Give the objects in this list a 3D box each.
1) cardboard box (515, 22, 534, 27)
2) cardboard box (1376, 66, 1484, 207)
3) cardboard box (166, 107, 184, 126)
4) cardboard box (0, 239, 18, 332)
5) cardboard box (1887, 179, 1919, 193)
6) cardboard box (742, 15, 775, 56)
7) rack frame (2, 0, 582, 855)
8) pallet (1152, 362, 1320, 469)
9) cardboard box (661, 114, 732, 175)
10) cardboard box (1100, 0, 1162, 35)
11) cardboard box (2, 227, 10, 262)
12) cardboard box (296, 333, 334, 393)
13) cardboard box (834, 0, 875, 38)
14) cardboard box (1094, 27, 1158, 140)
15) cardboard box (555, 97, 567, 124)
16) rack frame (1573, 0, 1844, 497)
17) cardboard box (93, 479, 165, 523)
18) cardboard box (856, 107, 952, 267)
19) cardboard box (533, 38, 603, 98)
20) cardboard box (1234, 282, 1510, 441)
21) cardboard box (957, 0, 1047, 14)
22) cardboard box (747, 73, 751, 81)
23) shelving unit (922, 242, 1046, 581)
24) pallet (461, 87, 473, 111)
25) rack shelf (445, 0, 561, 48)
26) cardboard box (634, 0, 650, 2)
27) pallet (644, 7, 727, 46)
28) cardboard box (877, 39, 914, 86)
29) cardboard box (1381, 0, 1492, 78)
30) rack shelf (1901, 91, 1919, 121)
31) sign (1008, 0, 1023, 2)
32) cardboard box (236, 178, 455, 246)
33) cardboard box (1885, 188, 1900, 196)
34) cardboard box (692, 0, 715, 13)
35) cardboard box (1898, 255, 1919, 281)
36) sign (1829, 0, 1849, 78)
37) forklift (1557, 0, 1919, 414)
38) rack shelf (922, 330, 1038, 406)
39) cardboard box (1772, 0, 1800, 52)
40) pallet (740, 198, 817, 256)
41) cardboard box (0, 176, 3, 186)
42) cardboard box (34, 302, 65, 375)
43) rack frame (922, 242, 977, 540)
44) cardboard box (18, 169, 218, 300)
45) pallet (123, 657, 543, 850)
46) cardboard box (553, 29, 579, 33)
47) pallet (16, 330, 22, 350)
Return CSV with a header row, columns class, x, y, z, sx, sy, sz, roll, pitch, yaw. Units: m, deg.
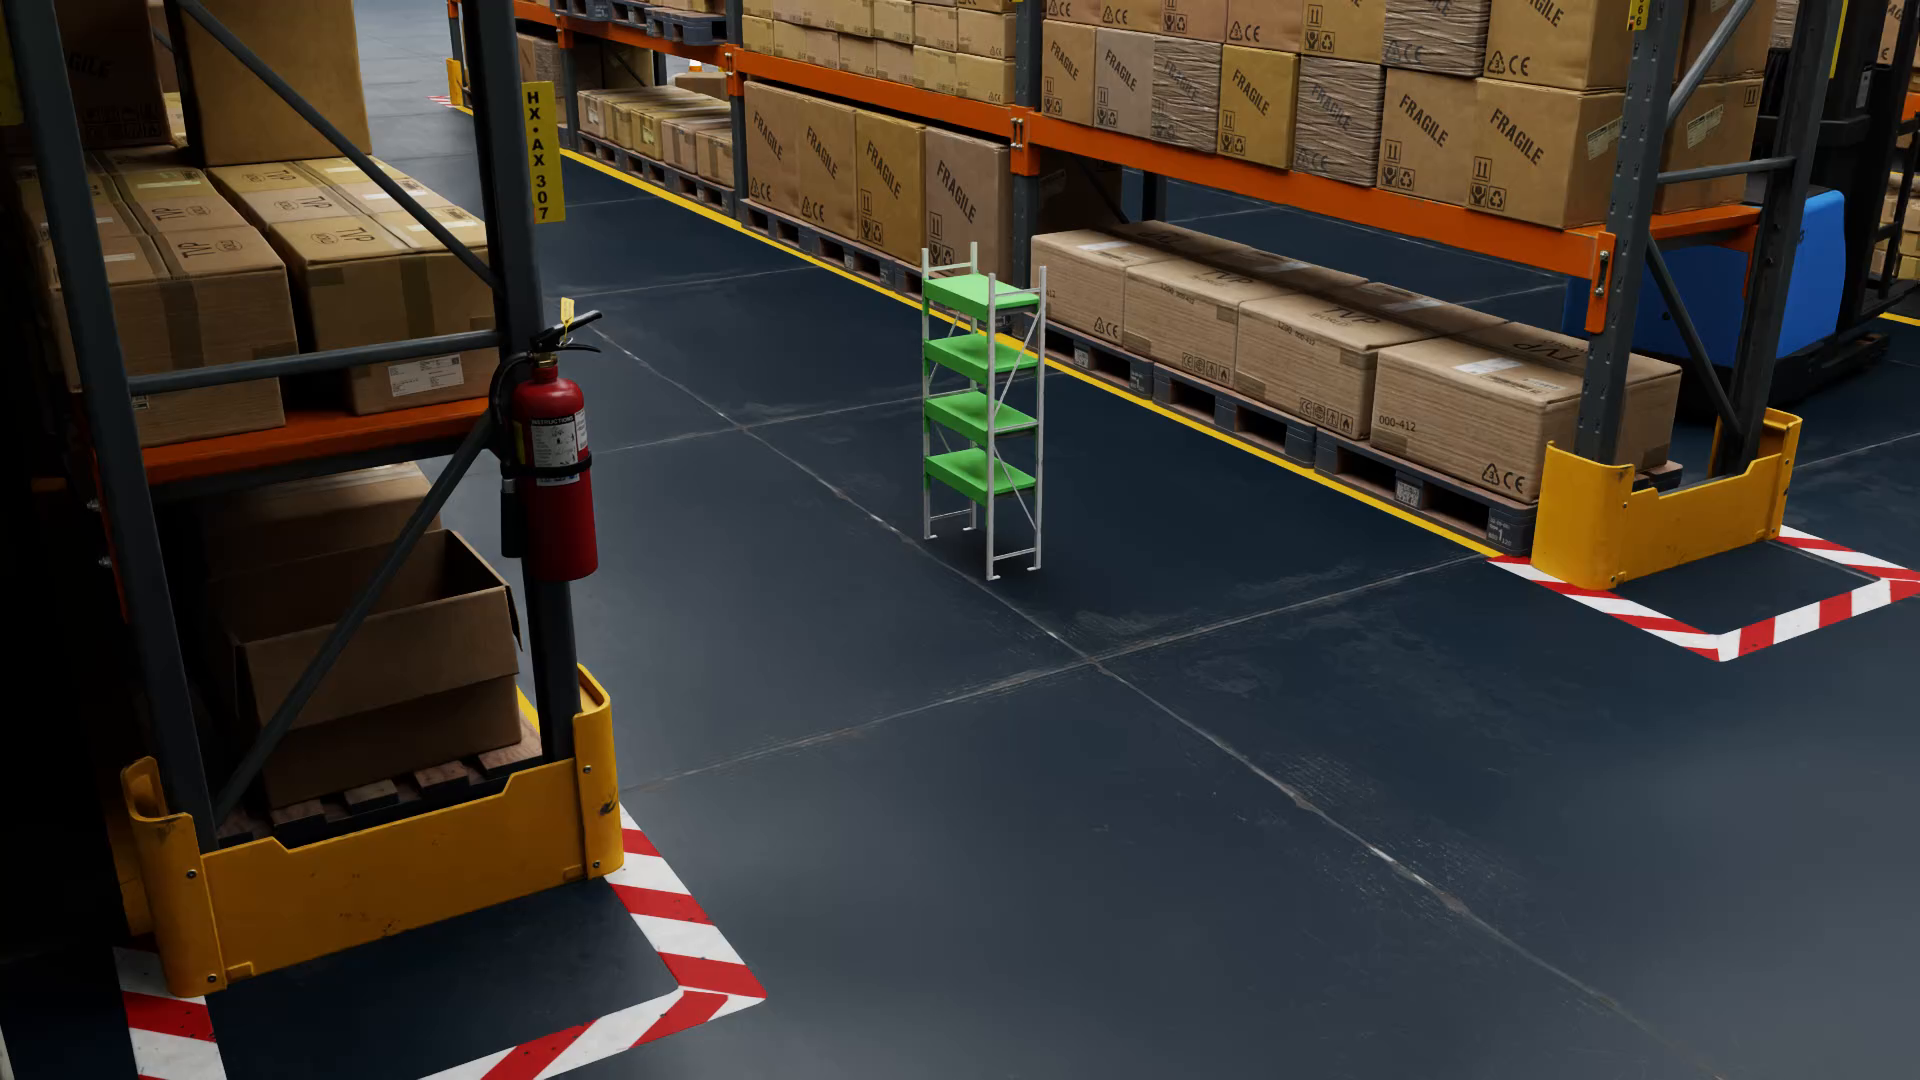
class,x,y,z,sx,sy,sz,roll,pitch,yaw
cardboard box,-4.909,-5.318,18.010,0.500,0.500,0.500,-14,26,-30
cardboard box,2.089,-1.678,6.824,0.500,0.500,0.500,-13,26,-29
cardboard box,-2.763,-1.491,6.300,0.500,0.250,0.500,-13,25,-28
cardboard box,-4.793,-1.343,8.894,0.500,0.500,0.500,-14,26,-30
cardboard box,6.135,-2.216,10.717,0.380,0.149,0.250,-13,25,-28
cardboard box,-1.246,-3.675,12.067,0.500,0.250,0.500,-13,26,-29
rack frame,-1.459,-0.405,3.825,1.000,3.000,0.127,-13,25,-28
pallet,1.712,-0.708,8.272,1.003,0.211,1.213,-13,25,-28
cardboard box,-1.944,-3.350,14.002,0.950,0.372,0.625,-13,26,-29
cardboard box,1.051,-2.800,8.256,0.500,0.500,0.500,-13,25,-29
cardboard box,-4.636,-1.512,8.447,0.380,0.149,0.250,-12,25,-27
cardboard box,-1.560,-0.521,4.444,0.380,0.149,0.250,-12,25,-27
cardboard box,-0.479,-3.403,10.737,0.500,0.250,0.500,-12,25,-27
cardboard box,1.031,-2.336,8.443,0.500,0.500,0.500,-12,25,-28
cardboard box,-3.856,-4.306,16.516,0.500,0.250,0.500,-11,25,-26
rack frame,2.807,-1.361,6.177,1.000,3.000,0.127,-13,25,-28
cardboard box,-3.146,-0.174,6.485,0.380,0.149,0.250,-13,25,-29
cardboard box,-0.090,-2.342,10.855,0.875,0.875,0.875,-12,25,-27
cardboard box,-3.856,-4.654,16.375,0.500,0.500,0.500,-13,25,-29
cardboard box,1.909,-0.858,7.783,0.875,0.438,0.875,-12,25,-27
cardboard box,0.319,-3.262,9.392,0.500,0.500,0.500,-12,25,-27
cardboard box,-2.293,-5.302,19.189,0.637,0.503,0.797,8,23,18
shelving unit,0.085,-0.502,6.454,0.258,1.200,0.503,-13,25,-28
pallet,-4.943,-4.954,18.720,1.003,0.211,1.213,-13,25,-28
rack shelf,-4.345,-5.560,17.462,1.077,0.370,4.000,-13,25,-28
cardboard box,-2.509,-4.576,13.862,0.380,0.149,0.250,-14,26,-30
pallet,-1.736,-4.072,13.101,1.213,0.211,1.003,-13,25,-28
cardboard box,-0.183,-3.015,10.446,0.500,0.250,0.500,-13,26,-30
cardboard box,2.063,-2.144,6.643,0.500,0.500,0.500,-13,25,-28
rack shelf,5.989,-2.660,10.328,1.077,0.370,4.000,-13,25,-28
sign,0.302,-3.048,8.895,0.100,0.325,0.005,-13,25,-28
cardboard box,-1.717,-0.835,4.687,0.500,0.250,0.500,-12,25,-28
cardboard box,5.741,-2.128,10.502,0.380,0.149,0.250,-12,25,-28
cardboard box,-1.849,-4.163,12.845,0.380,0.149,0.250,-12,25,-27
cardboard box,5.961,-1.664,10.150,0.380,0.149,0.250,-14,26,-31
sign,3.287,-1.904,6.257,0.100,0.325,0.005,-13,25,-28
forklift,4.515,-2.408,8.844,3.031,2.935,1.130,-20,30,-41
rack shelf,0.085,-0.665,6.387,0.258,0.148,0.480,-13,25,-28
cardboard box,5.489,-3.287,10.388,0.500,0.500,0.500,-13,26,-29
pallet,-0.942,-2.389,12.409,1.003,0.211,1.213,-13,25,-28
cardboard box,-3.481,-1.556,6.460,0.500,0.250,0.500,-13,25,-29
cardboard box,-2.323,-0.582,4.593,0.380,0.149,0.250,-13,25,-28
rack frame,-0.040,-0.581,6.648,0.240,1.200,0.015,-13,25,-28
cardboard box,-2.433,-0.900,4.846,0.500,0.250,0.500,-12,25,-27
pallet,-1.906,0.604,5.045,1.003,0.211,1.213,-13,25,-28
cardboard box,-3.939,-5.096,17.463,0.500,0.500,0.500,-11,25,-25
pallet,-5.196,-1.454,10.109,1.003,0.211,1.213,-13,25,-28
